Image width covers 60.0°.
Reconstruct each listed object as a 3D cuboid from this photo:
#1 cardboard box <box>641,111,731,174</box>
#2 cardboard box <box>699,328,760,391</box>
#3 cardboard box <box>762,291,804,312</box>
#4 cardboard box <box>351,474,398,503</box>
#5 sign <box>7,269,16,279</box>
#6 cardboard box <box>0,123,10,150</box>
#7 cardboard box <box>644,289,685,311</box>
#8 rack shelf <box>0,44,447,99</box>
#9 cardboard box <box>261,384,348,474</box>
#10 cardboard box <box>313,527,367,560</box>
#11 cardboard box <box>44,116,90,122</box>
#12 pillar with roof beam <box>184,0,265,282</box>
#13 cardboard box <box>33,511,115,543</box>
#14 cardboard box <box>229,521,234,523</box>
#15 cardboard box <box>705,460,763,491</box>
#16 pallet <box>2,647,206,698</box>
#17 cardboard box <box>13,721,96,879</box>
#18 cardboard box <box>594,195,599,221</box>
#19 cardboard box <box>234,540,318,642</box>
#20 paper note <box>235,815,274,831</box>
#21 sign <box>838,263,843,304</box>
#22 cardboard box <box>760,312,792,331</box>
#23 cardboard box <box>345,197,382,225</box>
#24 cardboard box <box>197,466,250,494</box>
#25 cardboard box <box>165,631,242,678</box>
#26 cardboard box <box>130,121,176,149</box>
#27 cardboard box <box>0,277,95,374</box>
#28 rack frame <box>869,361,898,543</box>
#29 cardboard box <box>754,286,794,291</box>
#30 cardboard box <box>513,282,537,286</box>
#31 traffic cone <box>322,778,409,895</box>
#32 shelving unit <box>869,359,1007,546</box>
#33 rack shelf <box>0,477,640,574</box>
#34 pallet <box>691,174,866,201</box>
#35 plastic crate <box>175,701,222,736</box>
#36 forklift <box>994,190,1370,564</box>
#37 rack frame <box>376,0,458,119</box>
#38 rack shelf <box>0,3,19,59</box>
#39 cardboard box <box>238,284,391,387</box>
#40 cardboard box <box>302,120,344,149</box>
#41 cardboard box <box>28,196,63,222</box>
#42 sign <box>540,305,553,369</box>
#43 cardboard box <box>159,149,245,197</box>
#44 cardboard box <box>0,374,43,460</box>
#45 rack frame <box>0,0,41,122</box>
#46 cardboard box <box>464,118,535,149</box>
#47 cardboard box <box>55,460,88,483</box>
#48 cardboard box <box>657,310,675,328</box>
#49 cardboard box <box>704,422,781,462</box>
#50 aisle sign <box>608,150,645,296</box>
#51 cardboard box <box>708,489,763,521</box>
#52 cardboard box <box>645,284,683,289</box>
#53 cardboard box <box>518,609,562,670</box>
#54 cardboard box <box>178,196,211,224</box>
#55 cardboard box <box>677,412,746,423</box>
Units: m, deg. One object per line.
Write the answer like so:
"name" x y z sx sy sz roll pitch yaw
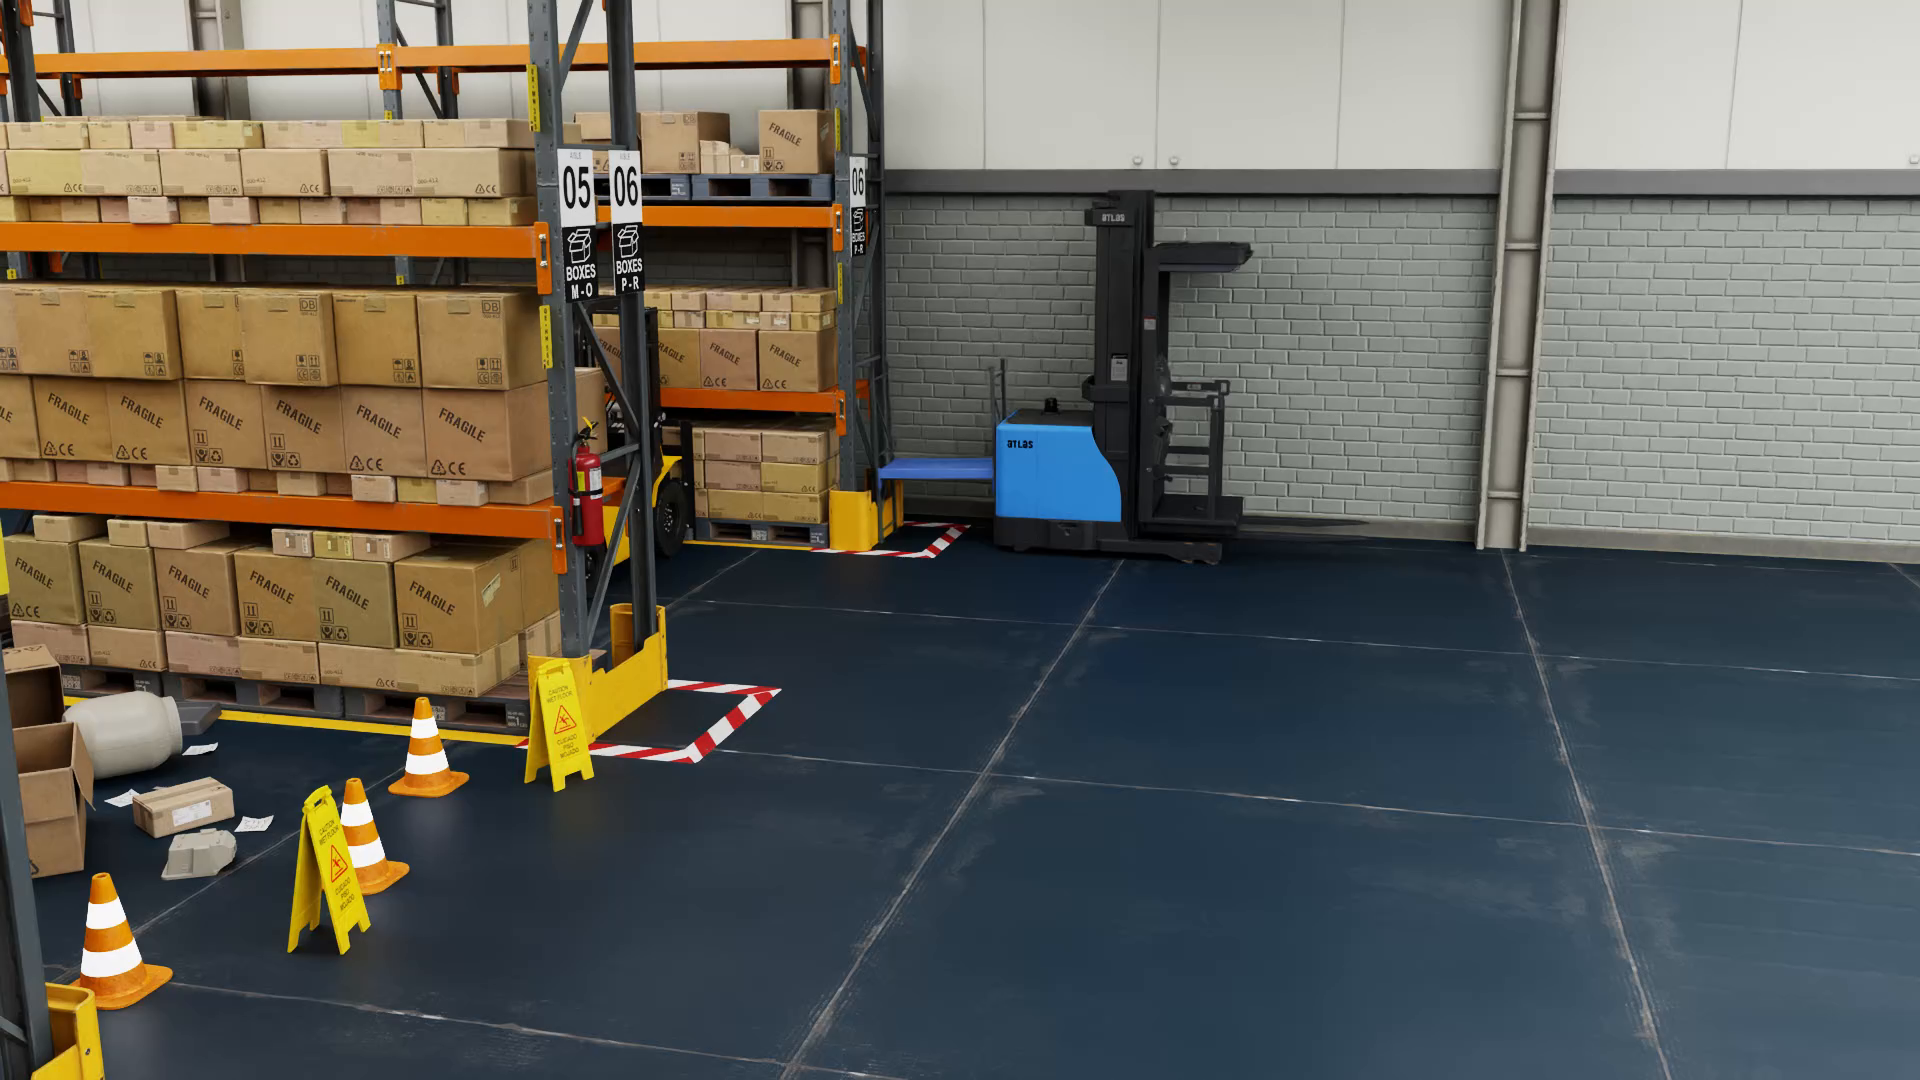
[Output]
"cardboard box" -2.279 -3.311 13.877 0.500 0.500 0.700 3 13 14
"cardboard box" -1.863 -1.547 14.048 0.500 0.500 0.500 3 13 15
"cardboard box" -1.466 -1.990 13.862 0.250 0.149 0.380 3 13 14
"cardboard box" -3.194 -0.321 9.335 0.250 0.149 0.380 3 13 15
"sign" -8.708 -2.326 15.300 0.005 0.325 0.100 3 13 14
"cardboard box" -5.403 -2.301 9.492 0.250 0.149 0.380 3 13 15
"cardboard box" -2.482 -2.029 14.037 0.250 0.149 0.380 3 13 15
"rack shelf" -6.646 -4.192 14.938 4.000 0.370 1.077 3 13 14
"cardboard box" -3.569 -0.672 9.422 0.500 0.500 0.500 3 13 13
"cardboard box" -3.462 -0.005 9.482 0.250 0.149 0.380 3 13 14
"cardboard box" -7.943 -3.592 15.141 0.500 0.500 0.500 3 13 14
"pillar with roof beam" -8.137 -4.059 11.753 0.400 9.000 9.100 3 13 14
"cardboard box" -5.275 -0.101 9.913 0.250 0.149 0.380 3 13 14
"cardboard box" -4.757 0.109 10.462 0.500 0.500 0.500 3 13 15
"cardboard box" -1.852 -0.593 14.206 0.500 0.250 0.500 3 13 13
"pallet" -5.229 0.727 10.471 1.213 0.211 1.003 3 13 14
"cardboard box" -4.318 1.205 7.639 0.637 0.503 0.797 -6 14 -25
"cardboard box" -2.250 -1.882 9.445 0.250 0.149 0.380 3 13 14
"cardboard box" -3.842 0.276 9.712 0.500 0.500 0.500 3 13 12
"paper note" -3.401 1.364 8.013 0.142 0.019 0.148 -1 13 -6
"sign" -0.964 -2.066 13.401 0.005 0.325 0.100 3 13 14
"cardboard box" -1.479 -1.830 13.829 0.250 0.149 0.380 3 13 14
"cardboard box" -3.149 -1.810 9.122 0.250 0.149 0.380 3 13 14
"cardboard box" -4.170 -0.380 9.602 0.250 0.149 0.380 3 13 13
"cardboard box" -4.345 0.615 9.915 0.500 0.250 0.500 3 13 13
"cardboard box" -4.384 -2.252 9.273 0.250 0.149 0.380 3 13 13
"cardboard box" -5.514 -1.276 9.833 0.500 0.500 0.700 3 13 13
"rack frame" -0.650 -0.748 14.184 0.032 1.500 0.500 0 13 13
"cardboard box" -1.601 -2.103 14.372 0.250 0.149 0.380 3 13 15
"cardboard box" -3.828 -2.231 14.949 0.250 0.149 0.380 3 13 13
"traffic cone" -2.669 1.284 7.378 0.334 0.463 0.336 3 13 14
"shelving unit" -0.155 -0.744 14.069 1.048 1.500 0.538 0 13 13
"rack shelf" -3.948 -0.207 9.903 4.000 0.370 1.077 3 13 14
"pallet" -1.501 -2.962 13.937 1.213 0.211 1.003 3 13 14
"plastic crate" -4.562 1.017 9.464 0.583 0.080 0.402 -1 13 -6
"forklift" 1.852 -1.361 13.601 3.031 2.935 1.130 3 13 12
"rack frame" -4.704 -4.635 14.348 0.127 3.000 1.000 3 13 14
"rack shelf" -7.831 -3.148 10.232 4.000 0.370 1.077 3 13 14
"cardboard box" -3.564 -1.150 9.266 0.500 0.500 0.700 3 13 13
"cardboard box" -3.368 -2.210 9.083 0.250 0.149 0.380 3 13 14
"cardboard box" -5.138 -1.921 9.622 0.250 0.149 0.380 3 13 14
"sign" -2.159 -1.058 8.676 0.005 0.325 0.100 3 13 14
"cardboard box" -4.051 -2.039 9.232 0.500 0.250 0.500 3 13 14
"cardboard box" -5.529 -0.775 9.883 0.500 0.500 0.500 3 13 13
"rack frame" -5.890 -3.591 9.643 0.127 3.000 1.000 3 13 14
"cardboard box" -2.405 -2.141 8.772 0.250 0.149 0.380 3 13 14
"cardboard box" -5.138 -0.446 9.899 0.250 0.149 0.380 3 13 13
"cardboard box" -2.476 -1.884 14.074 0.250 0.149 0.380 3 13 14
"cardboard box" -1.839 -0.833 14.133 0.500 0.250 0.500 3 13 15
"aisle sign" -1.872 -1.786 9.355 0.004 0.787 0.394 3 13 14
"cardboard box" -1.833 -0.347 14.251 0.500 0.250 0.500 3 13 14
"cardboard box" -2.590 -2.158 14.619 0.250 0.149 0.380 3 13 14
"cardboard box" -2.723 0.583 10.060 0.500 0.250 0.500 3 13 13
"cardboard box" -4.146 -1.856 9.327 0.250 0.149 0.380 3 13 14
"cardboard box" -2.211 -0.967 14.739 0.500 0.250 0.500 3 13 13
